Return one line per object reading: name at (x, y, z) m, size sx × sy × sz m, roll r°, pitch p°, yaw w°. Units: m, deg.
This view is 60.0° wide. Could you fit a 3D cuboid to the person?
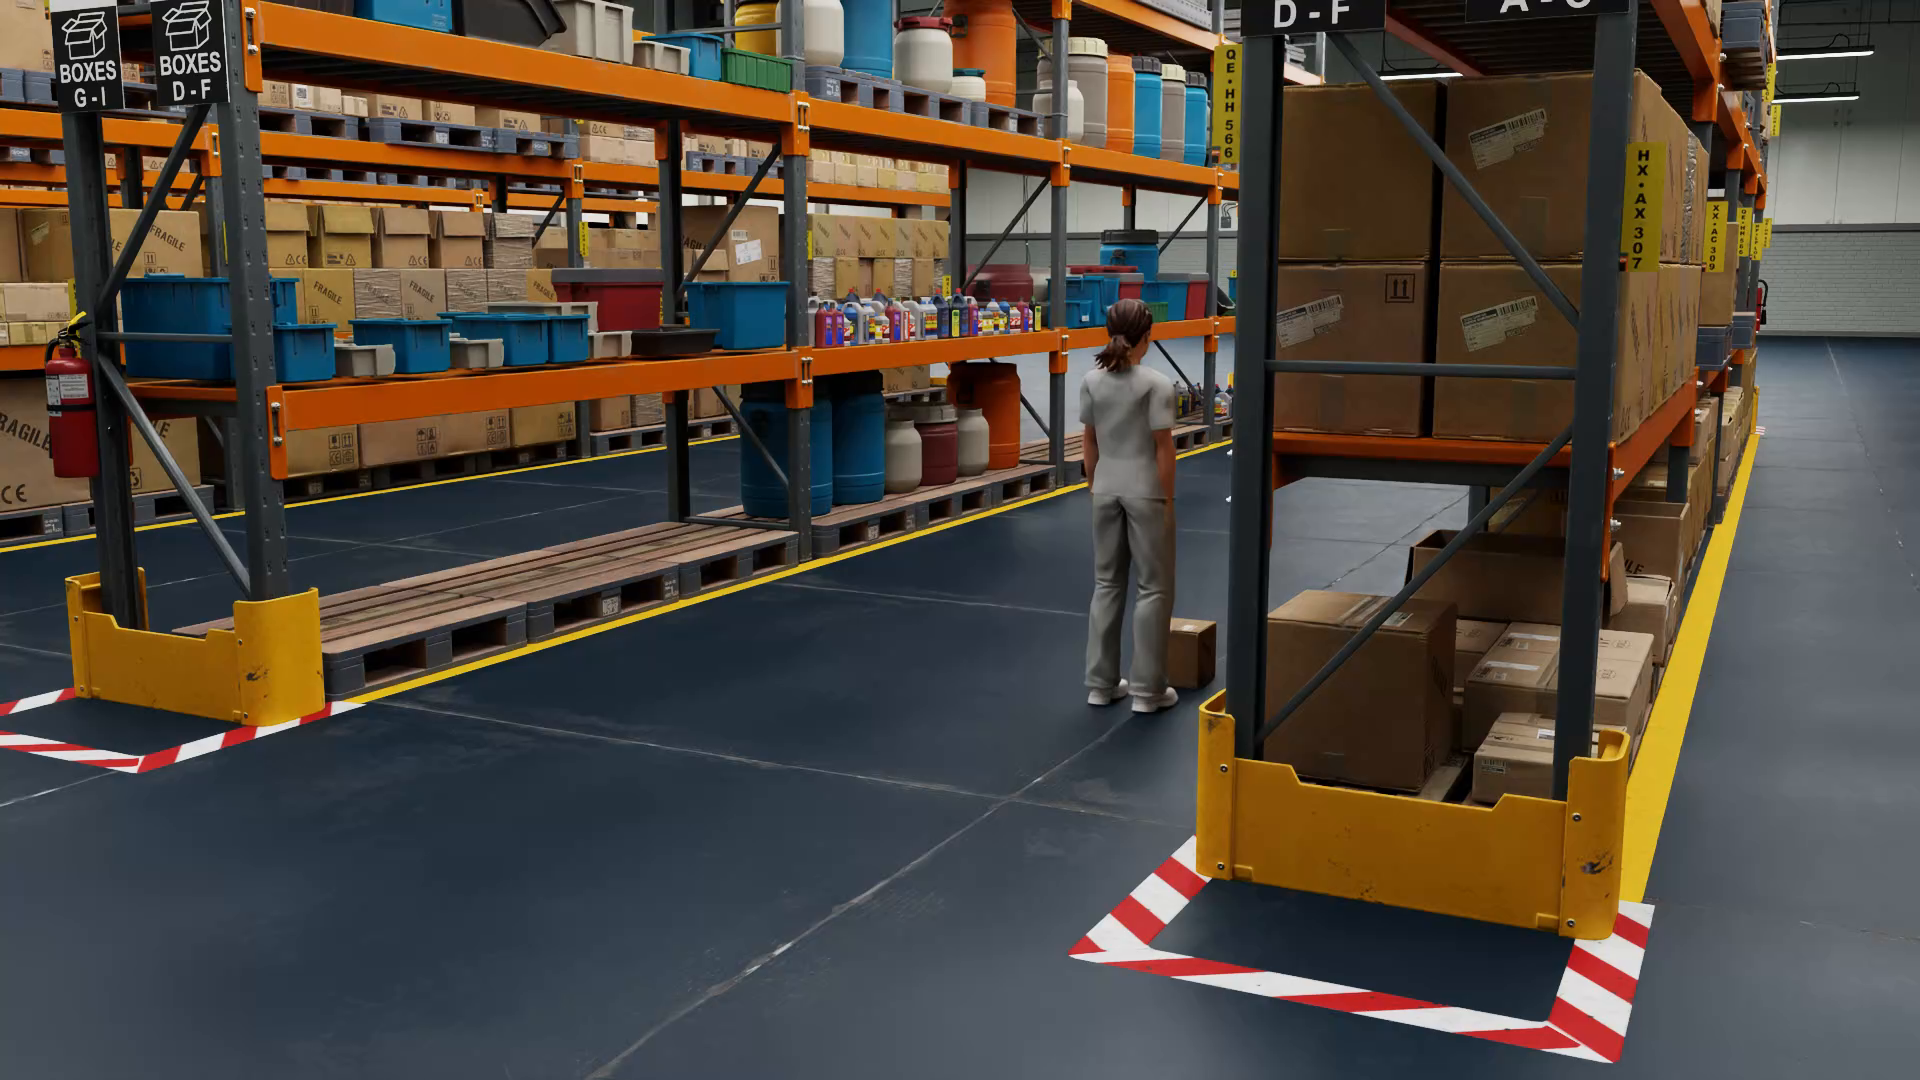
person at (0.685, -0.141, 6.778) m, size 0.437 × 1.670 × 0.361 m, roll 6°, pitch 11°, yaw 35°
